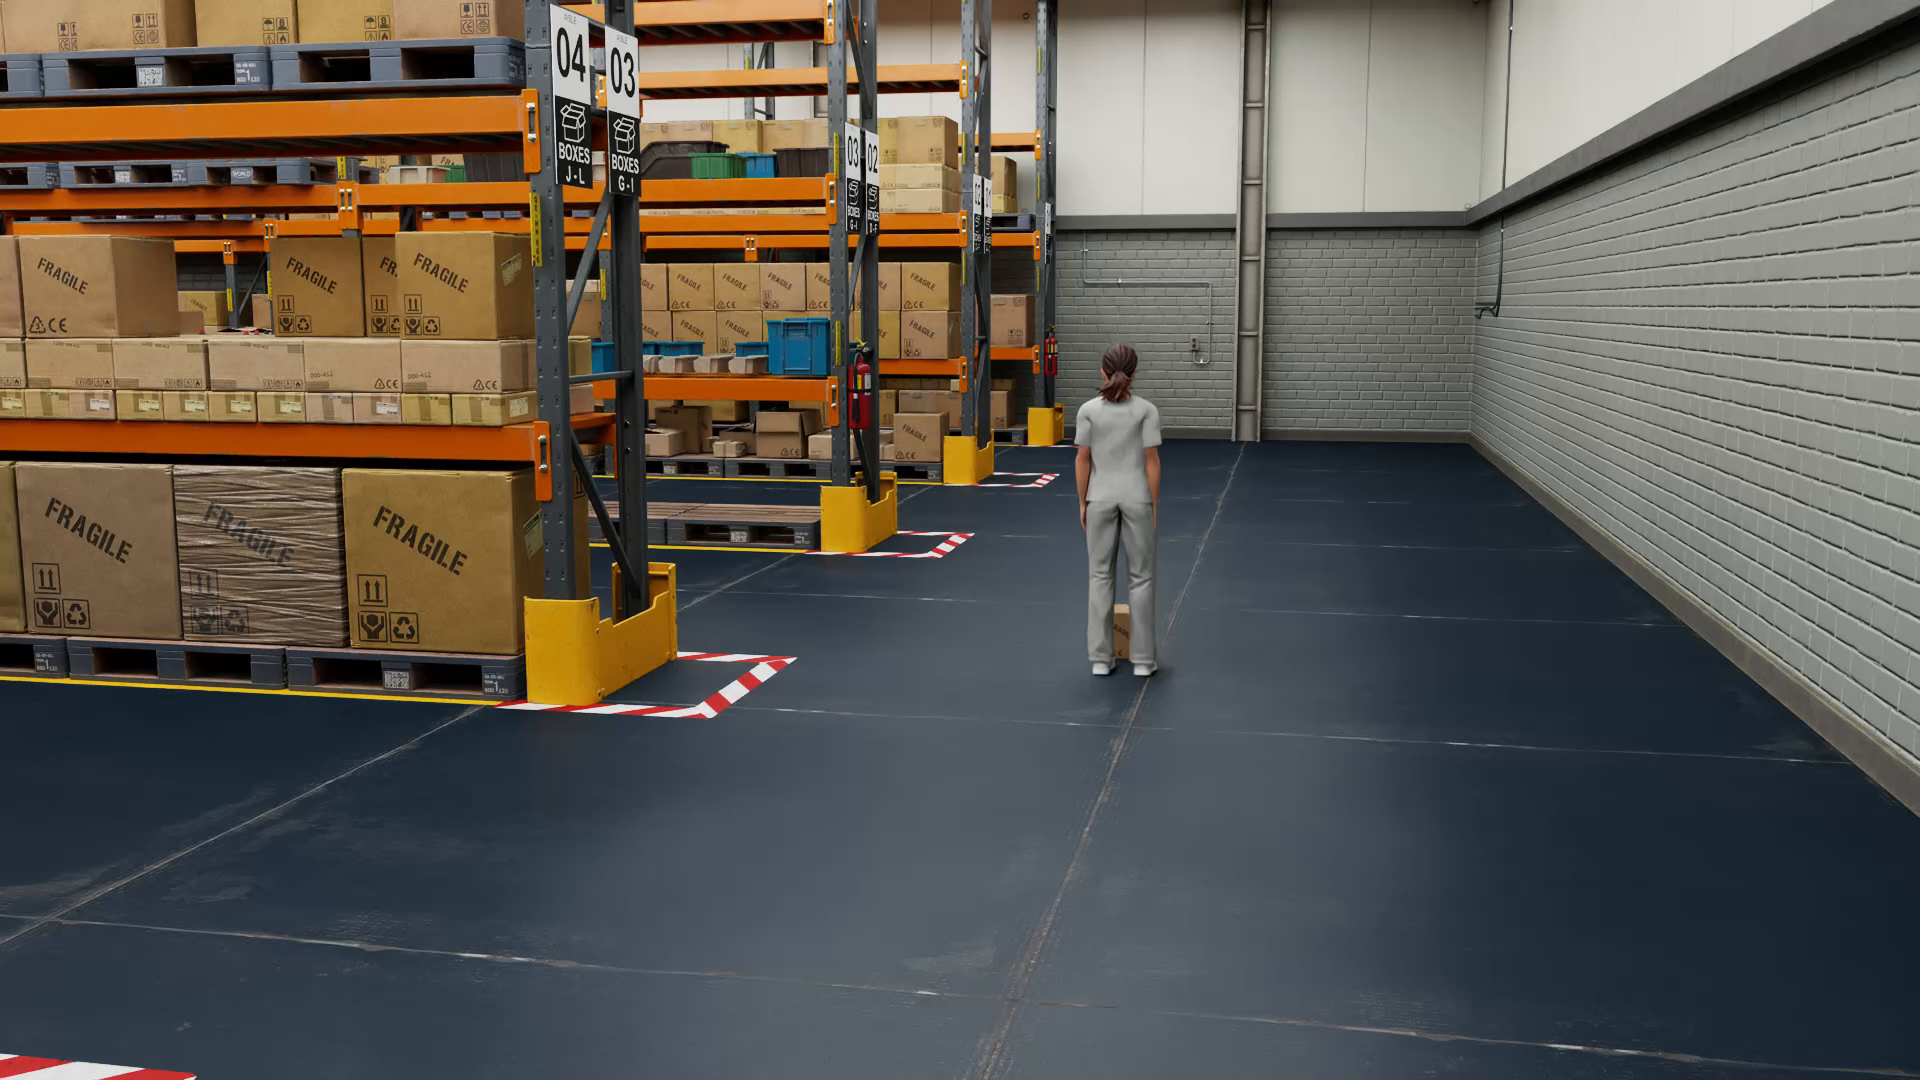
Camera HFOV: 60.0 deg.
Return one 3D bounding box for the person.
[{"bbox_3d":[0.797,-0.152,8.379,0.437,1.680,0.399,2,8,12],"label":"person"}]
